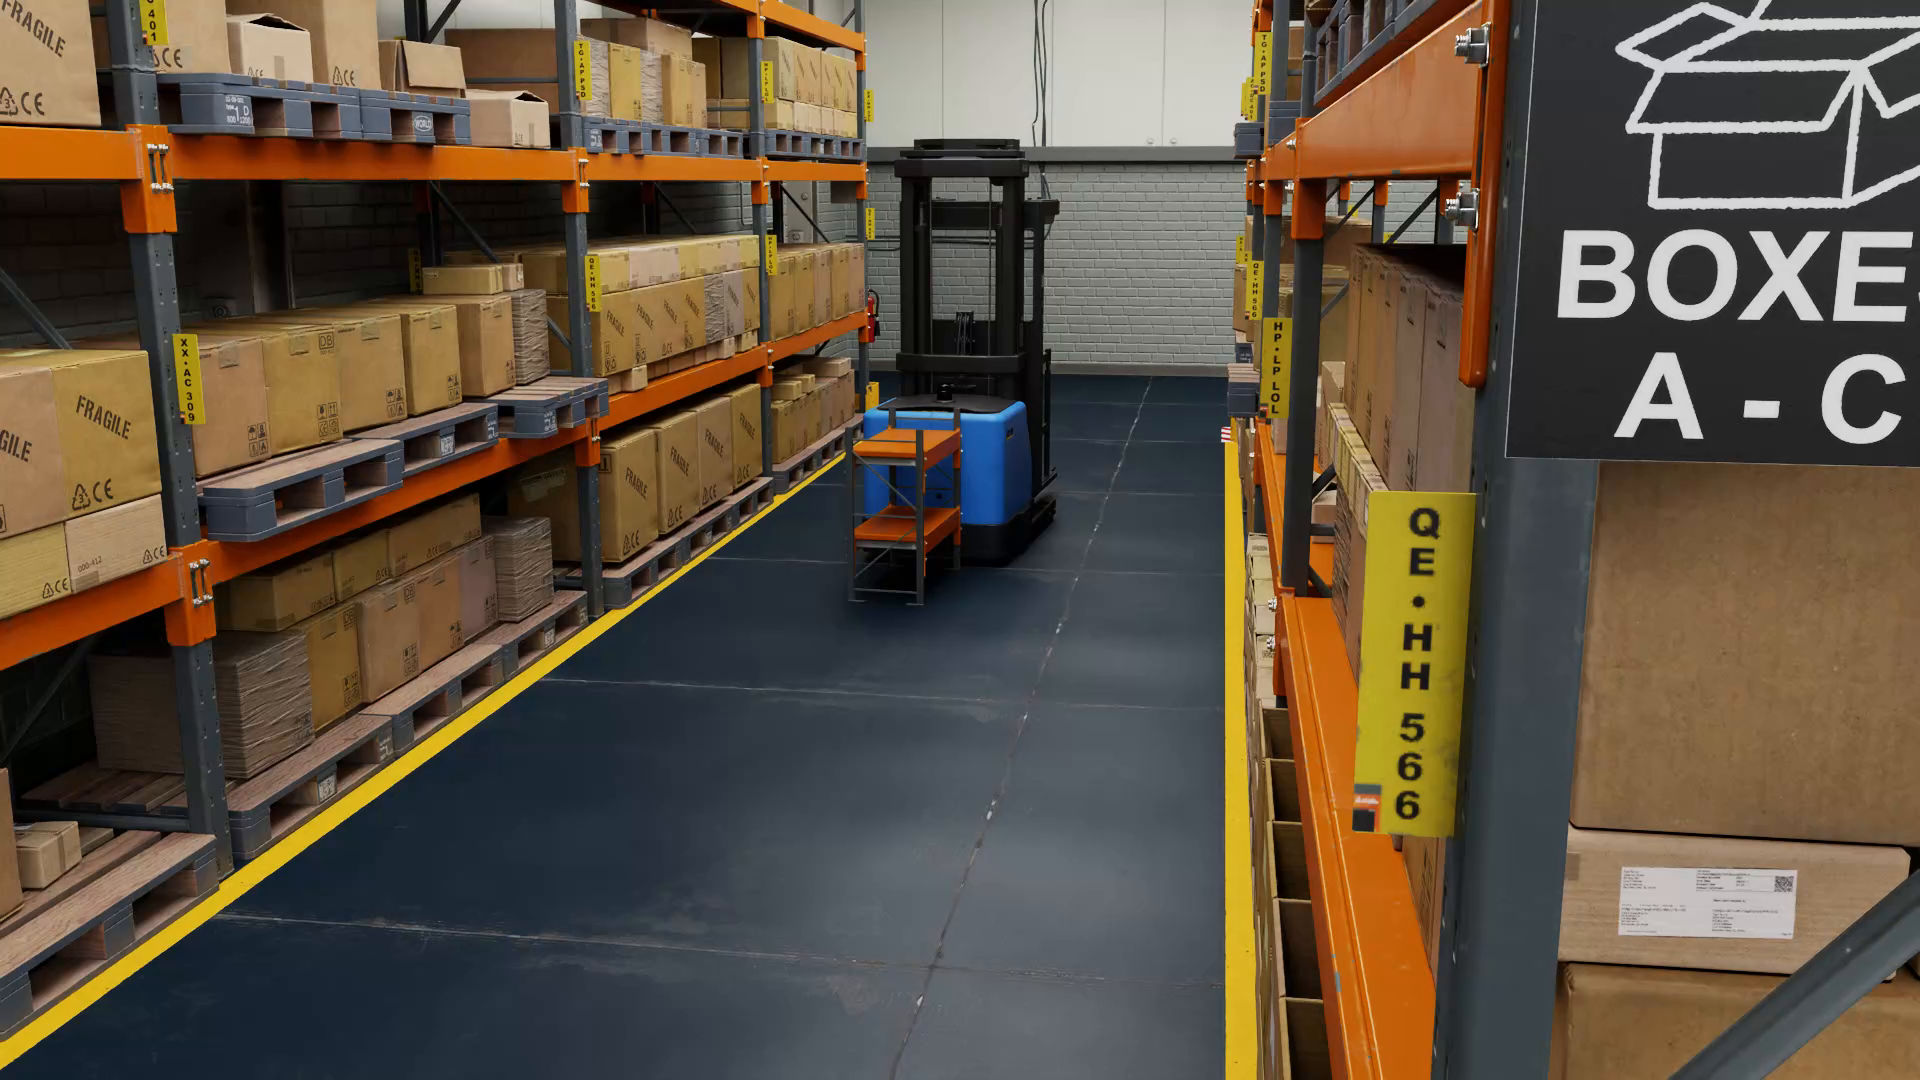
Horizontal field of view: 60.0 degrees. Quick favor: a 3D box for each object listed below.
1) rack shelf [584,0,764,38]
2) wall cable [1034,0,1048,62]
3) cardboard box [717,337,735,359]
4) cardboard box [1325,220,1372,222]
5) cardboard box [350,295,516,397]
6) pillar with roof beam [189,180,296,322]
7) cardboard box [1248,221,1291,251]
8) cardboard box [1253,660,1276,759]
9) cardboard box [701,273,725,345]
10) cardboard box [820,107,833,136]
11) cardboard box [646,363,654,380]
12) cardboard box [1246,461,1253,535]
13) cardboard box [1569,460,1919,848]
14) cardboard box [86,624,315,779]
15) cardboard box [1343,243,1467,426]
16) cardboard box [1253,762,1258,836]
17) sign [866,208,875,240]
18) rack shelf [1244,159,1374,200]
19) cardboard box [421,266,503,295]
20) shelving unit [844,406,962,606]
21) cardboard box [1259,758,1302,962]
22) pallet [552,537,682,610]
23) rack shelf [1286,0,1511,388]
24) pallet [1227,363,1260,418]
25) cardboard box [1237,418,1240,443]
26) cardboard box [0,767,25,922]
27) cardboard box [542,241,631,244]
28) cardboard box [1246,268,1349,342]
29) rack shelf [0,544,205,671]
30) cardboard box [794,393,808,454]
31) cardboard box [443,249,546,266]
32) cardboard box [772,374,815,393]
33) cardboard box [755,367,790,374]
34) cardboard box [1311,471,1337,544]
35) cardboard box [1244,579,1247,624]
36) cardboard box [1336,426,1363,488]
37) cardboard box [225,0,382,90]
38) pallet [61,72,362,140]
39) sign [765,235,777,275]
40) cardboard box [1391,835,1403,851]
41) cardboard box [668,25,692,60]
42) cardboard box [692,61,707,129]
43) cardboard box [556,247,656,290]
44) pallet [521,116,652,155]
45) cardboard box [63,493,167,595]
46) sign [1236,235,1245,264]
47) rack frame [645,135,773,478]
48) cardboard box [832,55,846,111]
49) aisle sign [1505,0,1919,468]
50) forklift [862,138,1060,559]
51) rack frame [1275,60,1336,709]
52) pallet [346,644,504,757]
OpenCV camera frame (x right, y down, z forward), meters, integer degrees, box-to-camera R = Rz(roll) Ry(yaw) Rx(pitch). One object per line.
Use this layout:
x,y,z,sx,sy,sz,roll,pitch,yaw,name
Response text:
-2.406,-3.808,11.460,1.077,0.370,4.000,2,12,9,rack shelf
2.413,-7.633,21.936,3.097,2.526,0.112,2,12,9,wall cable
-1.953,-1.484,12.806,0.380,0.149,0.250,2,12,9,cardboard box
3.306,-2.520,14.457,0.500,0.500,0.500,2,12,7,cardboard box
-2.835,-1.055,8.986,0.700,0.500,0.500,1,12,3,cardboard box
0.486,-3.557,7.637,9.100,9.000,0.400,2,12,9,pillar with roof beam
2.695,-2.437,14.072,0.500,0.500,0.500,2,12,8,cardboard box
1.419,0.649,6.562,0.500,0.311,0.500,2,12,10,cardboard box
-2.075,-1.728,12.400,0.500,0.500,0.500,2,12,9,cardboard box
-1.488,-3.941,15.661,0.500,0.250,0.500,2,12,7,cardboard box
-2.314,-1.170,11.349,0.380,0.149,0.250,2,12,10,cardboard box
2.248,-0.259,11.465,0.500,0.500,0.500,1,12,7,cardboard box
1.044,0.028,1.927,0.700,0.500,0.500,2,12,9,cardboard box
-3.232,0.680,7.109,0.700,0.500,0.500,2,12,11,cardboard box
1.505,-0.604,4.861,0.700,0.500,0.500,2,12,9,cardboard box
1.344,1.029,6.127,0.500,0.250,0.500,2,12,8,cardboard box
-0.949,-3.333,17.528,0.100,0.325,0.005,2,12,9,sign
3.105,-3.210,14.857,1.077,0.370,4.000,2,12,9,rack shelf
-2.772,-1.447,9.266,0.380,0.149,0.250,0,12,-1,cardboard box
-0.358,-0.252,10.993,0.538,1.125,1.048,3,12,13,shelving unit
1.117,0.949,4.719,0.500,0.500,0.500,2,12,9,cardboard box
-2.518,0.195,11.086,1.003,0.211,1.213,2,12,9,pallet
1.259,-0.712,3.265,1.077,0.370,4.000,2,12,9,rack shelf
2.217,-0.896,9.987,1.213,0.211,1.003,2,12,9,pallet
2.895,-1.071,15.823,0.500,0.250,0.500,2,12,9,cardboard box
-3.449,1.051,5.387,0.500,0.500,0.500,1,12,4,cardboard box
-2.657,-2.000,11.883,0.500,0.250,0.500,2,12,7,cardboard box
2.460,-1.697,12.012,0.700,0.500,0.500,4,13,18,cardboard box
-3.636,0.594,4.323,1.077,0.370,4.000,2,12,9,rack shelf
-1.801,-1.079,15.317,0.700,0.500,0.500,2,12,8,cardboard box
-2.900,-1.680,10.396,0.500,0.250,0.500,2,12,10,cardboard box
-1.569,-1.466,15.571,0.380,0.149,0.250,2,12,7,cardboard box
-1.864,-1.592,16.155,0.380,0.149,0.250,2,12,9,cardboard box
1.520,-0.137,6.329,0.396,0.266,0.258,2,12,7,cardboard box
1.811,0.392,9.085,0.500,0.250,0.500,2,12,8,cardboard box
1.257,-0.224,4.636,0.380,0.149,0.250,2,12,7,cardboard box
-2.976,-2.262,7.515,0.500,0.500,0.500,1,12,7,cardboard box
-3.128,-1.673,6.463,1.213,0.211,1.003,2,12,9,pallet
-1.561,-2.351,13.720,0.100,0.325,0.005,2,12,9,sign
1.271,0.351,3.508,0.700,0.500,0.500,2,12,10,cardboard box
-2.363,-3.757,12.624,0.500,0.250,0.500,3,12,13,cardboard box
-2.342,-3.390,12.700,0.700,0.500,0.500,1,12,6,cardboard box
-2.307,-1.775,10.838,0.500,0.250,0.500,2,12,8,cardboard box
-2.667,-2.516,10.376,1.213,0.211,1.003,2,12,11,pallet
-3.102,-0.002,5.689,0.500,0.250,0.500,2,12,9,cardboard box
2.876,-2.953,17.019,0.100,0.325,0.005,2,12,9,sign
-2.098,-1.839,13.906,1.000,3.000,0.127,2,12,9,rack frame
-1.414,-4.420,16.106,0.500,0.500,0.500,2,12,10,cardboard box
0.651,-0.448,1.281,0.394,0.787,0.004,2,12,9,aisle sign
0.145,-1.562,12.783,1.130,2.935,3.031,3,12,13,forklift
1.567,-0.014,5.437,1.000,3.000,0.127,2,12,9,rack frame
-3.025,0.773,8.407,1.003,0.211,1.213,2,12,9,pallet
